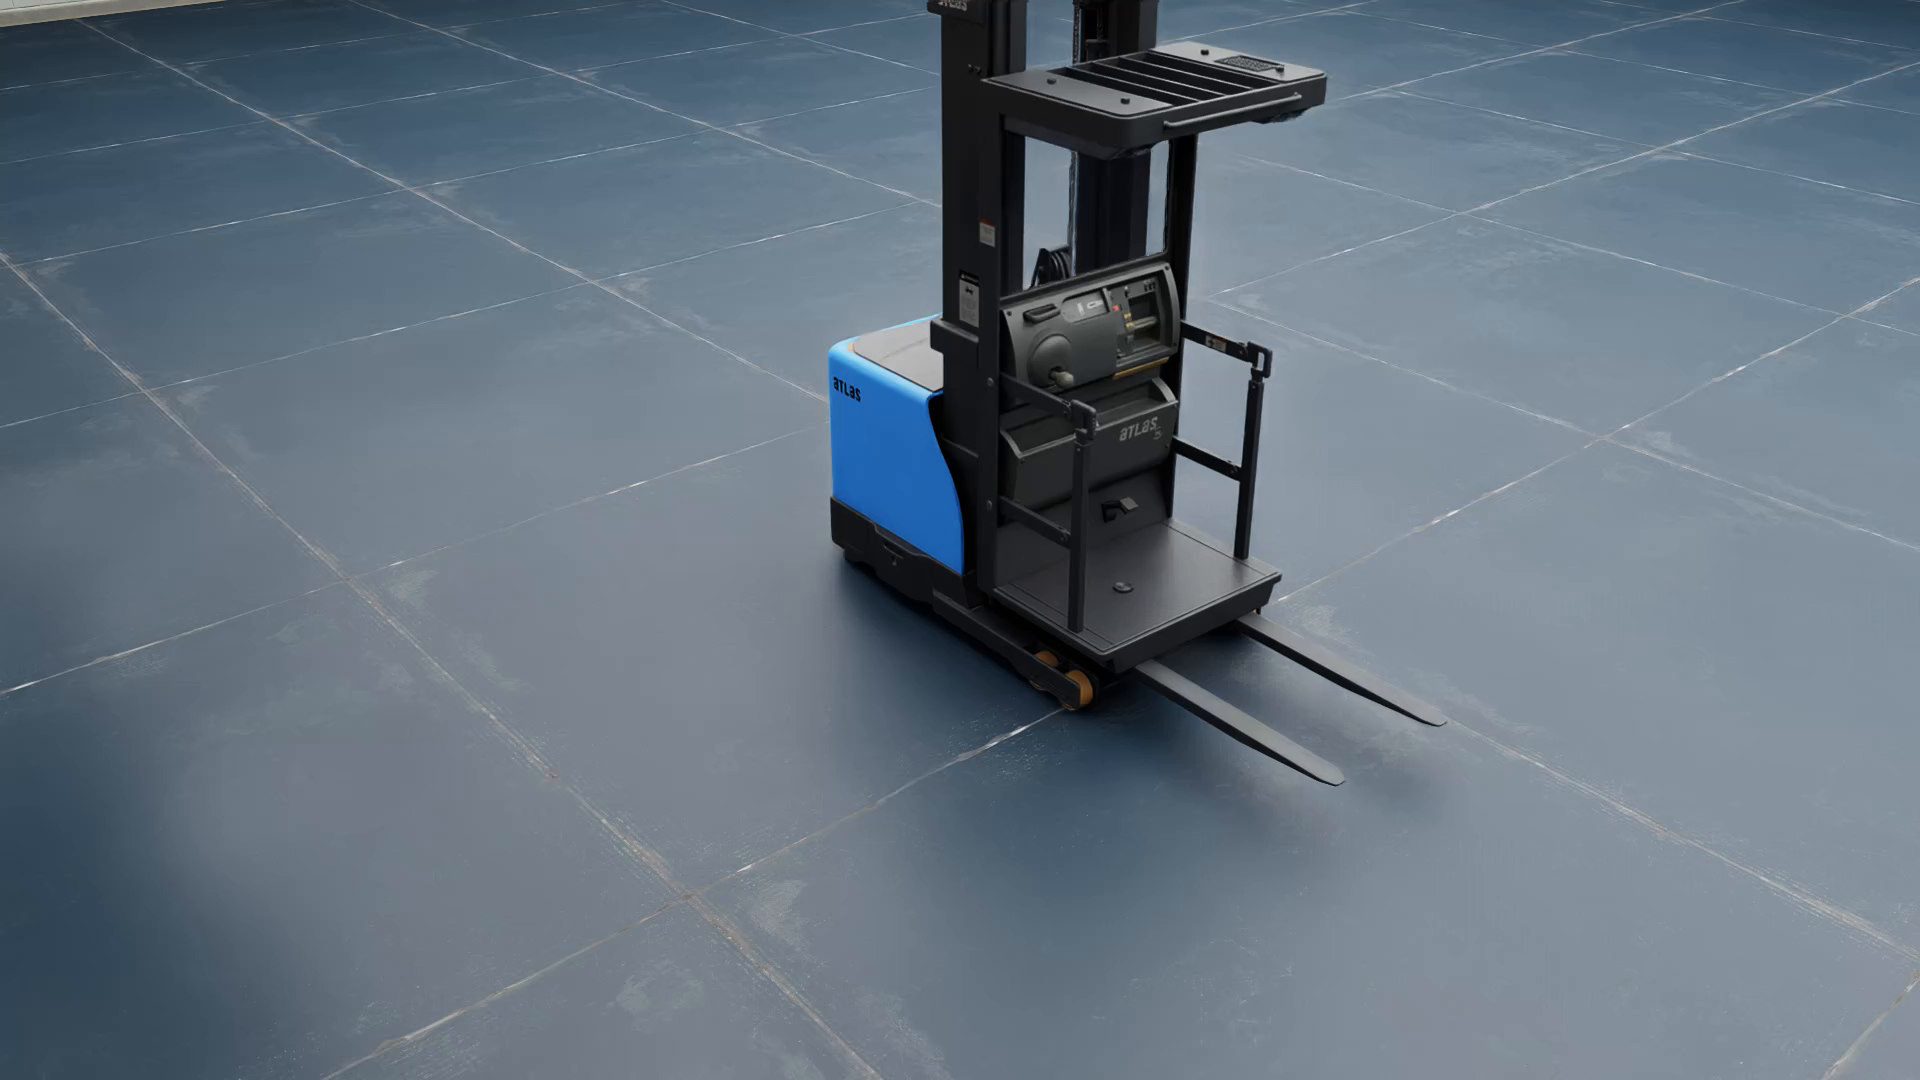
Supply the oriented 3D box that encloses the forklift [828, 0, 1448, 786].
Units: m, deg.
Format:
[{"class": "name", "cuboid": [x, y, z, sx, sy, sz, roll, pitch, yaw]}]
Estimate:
[{"class": "forklift", "cuboid": [0.688, -0.850, 6.731, 1.130, 2.935, 3.031, -21, 34, -34]}]
